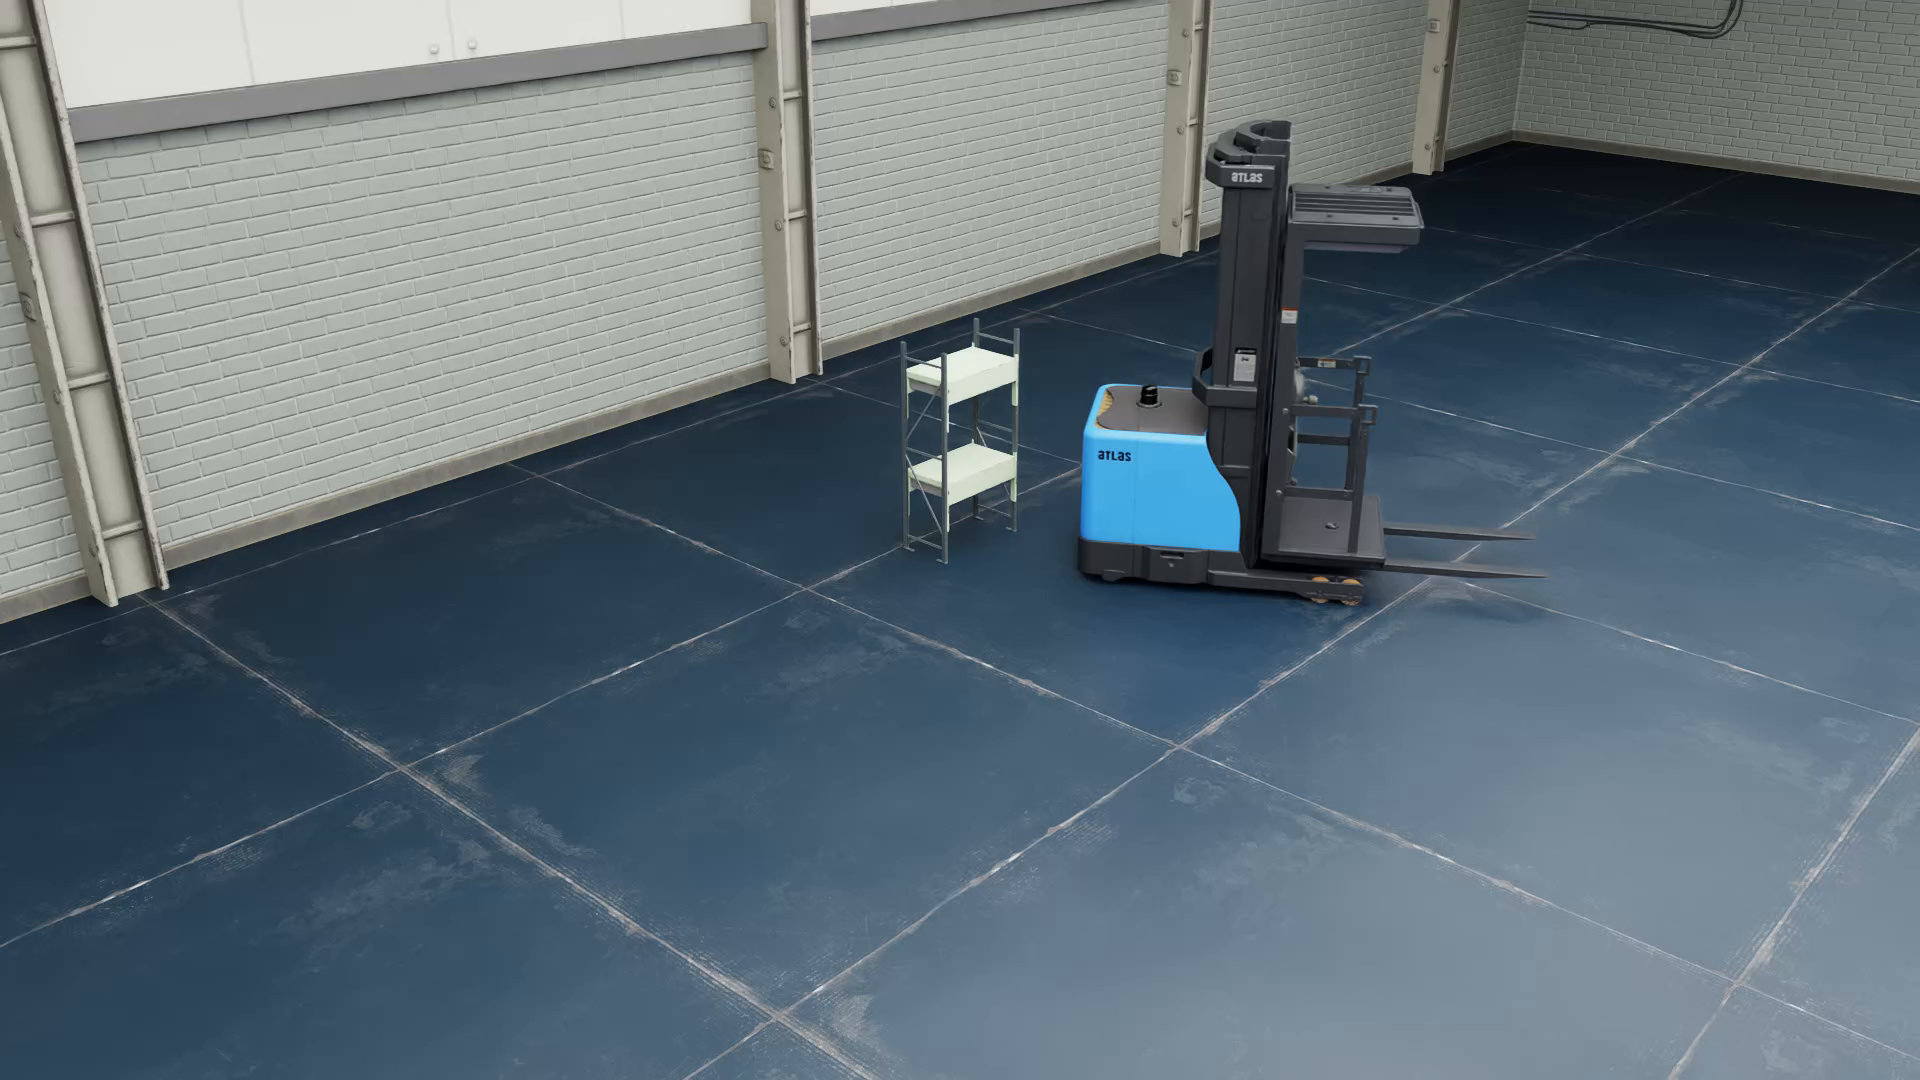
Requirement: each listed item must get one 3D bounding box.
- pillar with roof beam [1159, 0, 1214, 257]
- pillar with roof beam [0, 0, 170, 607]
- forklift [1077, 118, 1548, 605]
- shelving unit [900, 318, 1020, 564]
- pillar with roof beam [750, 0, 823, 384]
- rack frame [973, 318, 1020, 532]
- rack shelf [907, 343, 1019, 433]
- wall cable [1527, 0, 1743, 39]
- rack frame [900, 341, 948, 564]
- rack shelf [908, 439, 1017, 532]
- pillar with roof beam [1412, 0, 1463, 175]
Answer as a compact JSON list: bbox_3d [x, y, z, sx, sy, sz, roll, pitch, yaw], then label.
[{"bbox_3d":[5.722,-6.253,14.698,9.100,9.000,0.400,20,31,38],"label":"pillar with roof beam"},{"bbox_3d":[-2.287,-2.597,6.544,9.100,9.000,0.400,20,31,38],"label":"pillar with roof beam"},{"bbox_3d":[2.353,-1.150,10.732,3.031,2.935,1.130,4,25,10],"label":"forklift"},{"bbox_3d":[0.004,-0.686,11.448,0.431,1.500,0.755,20,31,38],"label":"shelving unit"},{"bbox_3d":[1.718,-4.425,10.621,9.100,9.000,0.400,20,31,38],"label":"pillar with roof beam"},{"bbox_3d":[0.249,-0.798,11.696,0.400,1.500,0.023,20,31,38],"label":"rack frame"},{"bbox_3d":[0.004,-1.042,11.288,0.431,0.370,0.720,20,31,38],"label":"rack shelf"},{"bbox_3d":[9.472,-8.377,23.229,3.097,2.526,0.112,20,31,38],"label":"wall cable"},{"bbox_3d":[-0.240,-0.575,11.199,0.400,1.500,0.023,20,31,38],"label":"rack frame"},{"bbox_3d":[0.004,-0.389,11.581,0.431,0.370,0.720,20,31,38],"label":"rack shelf"},{"bbox_3d":[9.727,-8.082,18.775,9.100,9.000,0.400,20,31,38],"label":"pillar with roof beam"}]
